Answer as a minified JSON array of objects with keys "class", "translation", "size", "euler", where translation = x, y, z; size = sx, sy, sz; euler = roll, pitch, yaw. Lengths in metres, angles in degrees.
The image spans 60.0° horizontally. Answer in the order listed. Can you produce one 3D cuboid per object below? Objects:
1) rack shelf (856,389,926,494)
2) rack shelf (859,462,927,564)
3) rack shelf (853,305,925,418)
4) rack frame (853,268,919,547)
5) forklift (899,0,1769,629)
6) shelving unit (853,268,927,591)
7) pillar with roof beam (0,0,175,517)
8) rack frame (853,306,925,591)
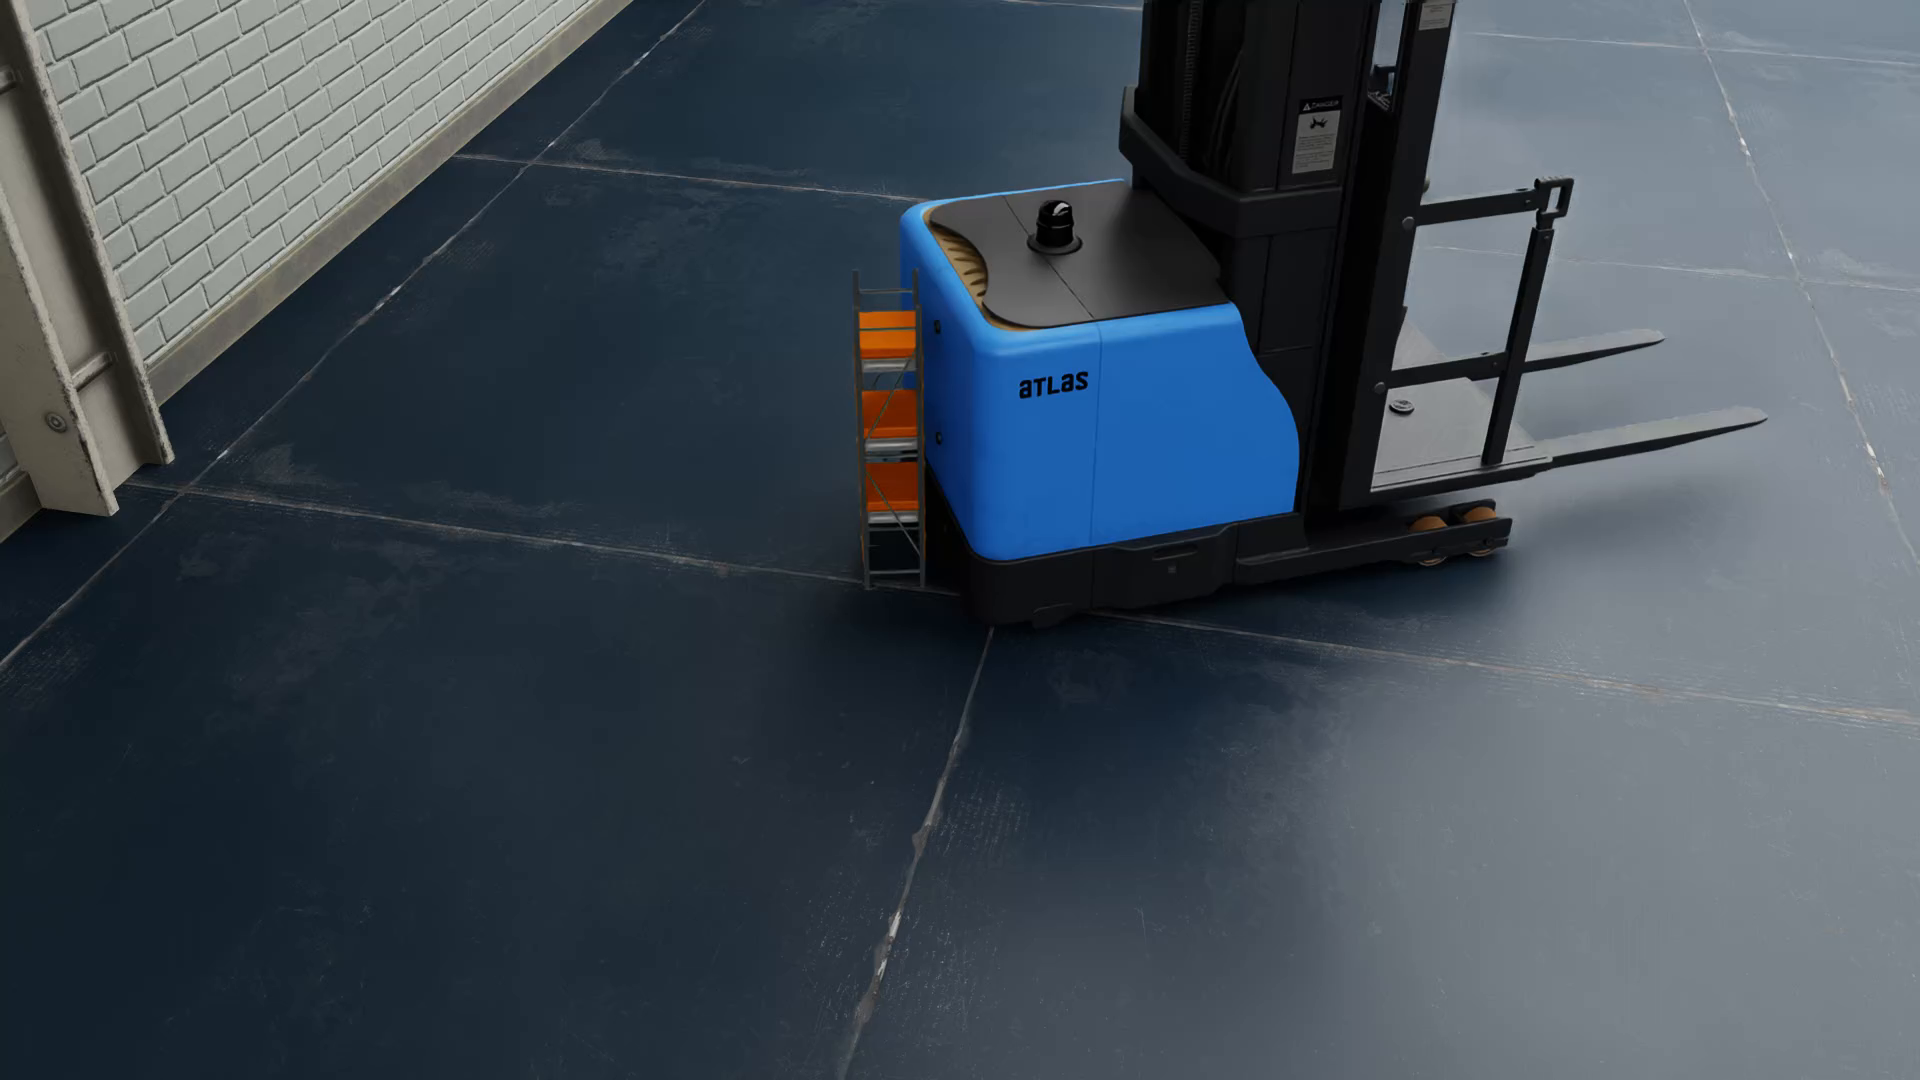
[{"class":"rack shelf","translation":[-0.222,-0.325,5.322],"size":[0.215,0.259,0.240],"euler":[-2,36,-2]},{"class":"rack shelf","translation":[-0.222,-0.100,5.485],"size":[0.215,0.259,0.240],"euler":[-2,36,-2]},{"class":"rack shelf","translation":[-0.222,-0.555,5.155],"size":[0.215,0.259,0.240],"euler":[-2,36,-2]},{"class":"rack frame","translation":[-0.229,-0.405,5.414],"size":[0.200,1.050,0.008],"euler":[-2,36,-2]},{"class":"forklift","translation":[1.363,-1.388,5.168],"size":[3.031,2.935,1.130],"euler":[-10,37,-13]},{"class":"shelving unit","translation":[-0.222,-0.333,5.315],"size":[0.215,1.050,0.252],"euler":[-2,36,-2]},{"class":"pillar with roof beam","translation":[1.101,-3.319,2.662],"size":[9.100,9.000,0.400],"euler":[7,37,10]},{"class":"rack frame","translation":[-0.216,-0.262,5.217],"size":[0.200,1.050,0.008],"euler":[-2,36,-2]}]
